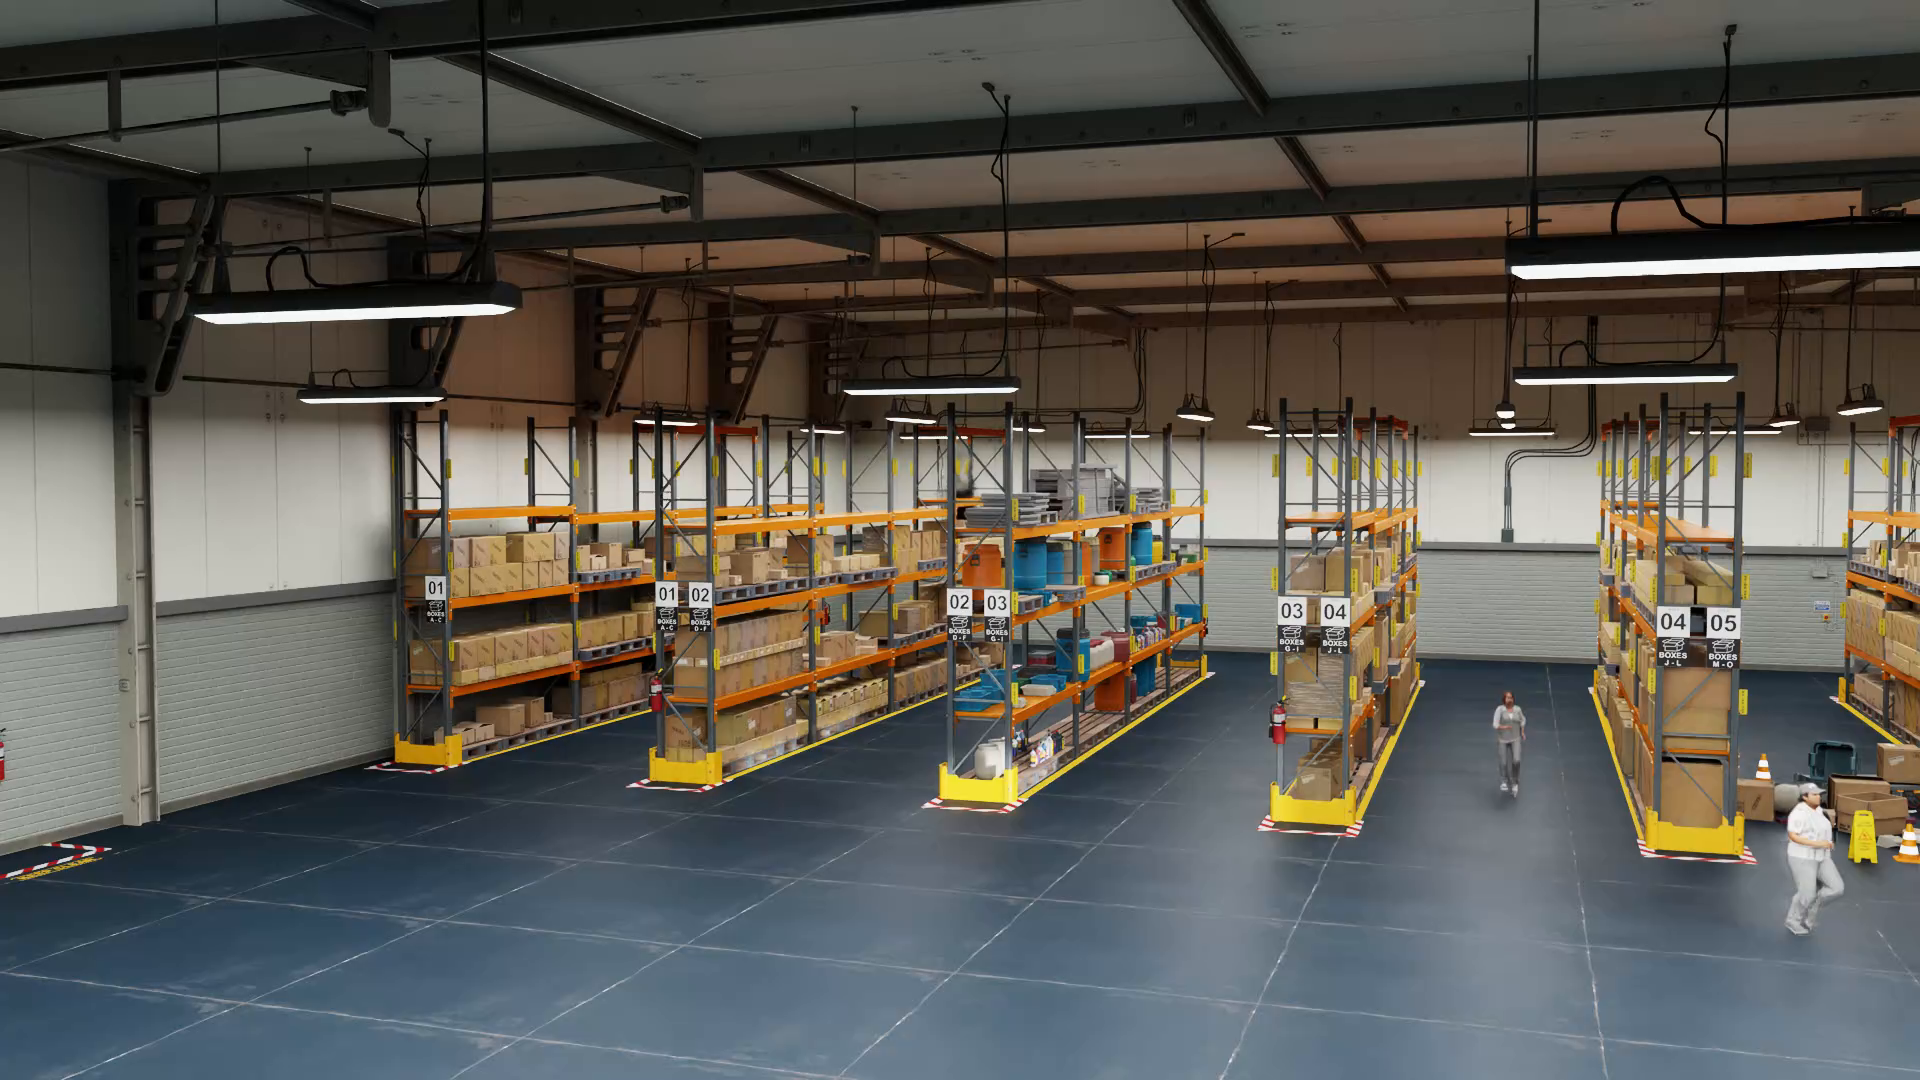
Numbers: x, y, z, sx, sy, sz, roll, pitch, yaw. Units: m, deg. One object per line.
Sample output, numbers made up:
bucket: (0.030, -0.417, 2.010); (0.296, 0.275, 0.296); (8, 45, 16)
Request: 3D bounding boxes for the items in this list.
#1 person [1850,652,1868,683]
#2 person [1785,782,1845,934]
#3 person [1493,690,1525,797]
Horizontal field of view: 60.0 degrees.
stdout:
person: (19.933, 2.588, 36.731); (0.735, 1.719, 0.763); (-2, 3, -43)
person: (9.117, 3.409, 17.773); (0.661, 1.639, 0.570); (-1, 3, -28)
person: (8.409, 3.109, 25.446); (0.508, 1.611, 0.672); (0, 2, 11)
